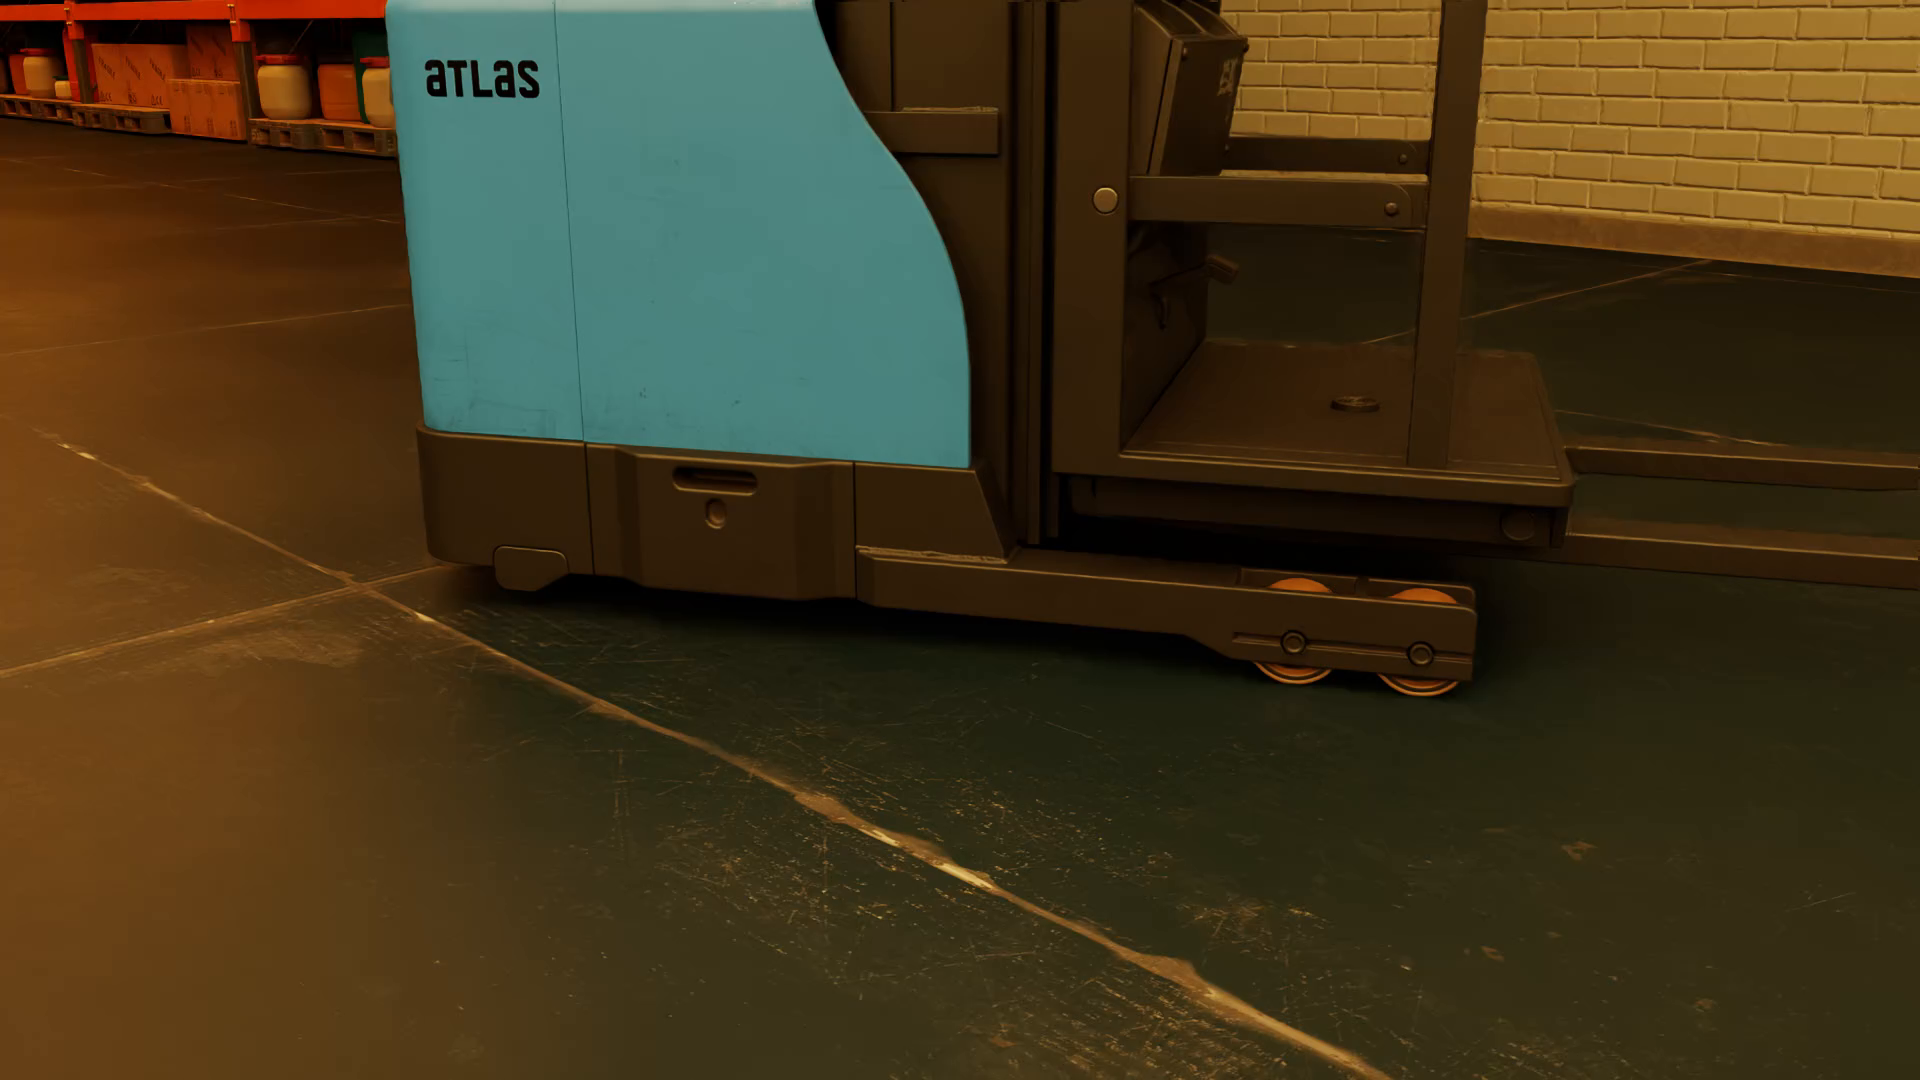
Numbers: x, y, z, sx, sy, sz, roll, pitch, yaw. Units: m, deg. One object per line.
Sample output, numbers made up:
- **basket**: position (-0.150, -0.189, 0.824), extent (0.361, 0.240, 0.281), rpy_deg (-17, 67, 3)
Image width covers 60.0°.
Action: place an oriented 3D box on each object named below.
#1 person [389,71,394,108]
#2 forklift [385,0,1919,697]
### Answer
- **person**: position (-1.454, -1.308, 4.835), extent (0.352, 1.653, 0.507), rpy_deg (-15, 23, -40)
- **forklift**: position (0.586, -1.329, 2.731), extent (3.031, 2.935, 1.130), rpy_deg (5, 18, 15)
